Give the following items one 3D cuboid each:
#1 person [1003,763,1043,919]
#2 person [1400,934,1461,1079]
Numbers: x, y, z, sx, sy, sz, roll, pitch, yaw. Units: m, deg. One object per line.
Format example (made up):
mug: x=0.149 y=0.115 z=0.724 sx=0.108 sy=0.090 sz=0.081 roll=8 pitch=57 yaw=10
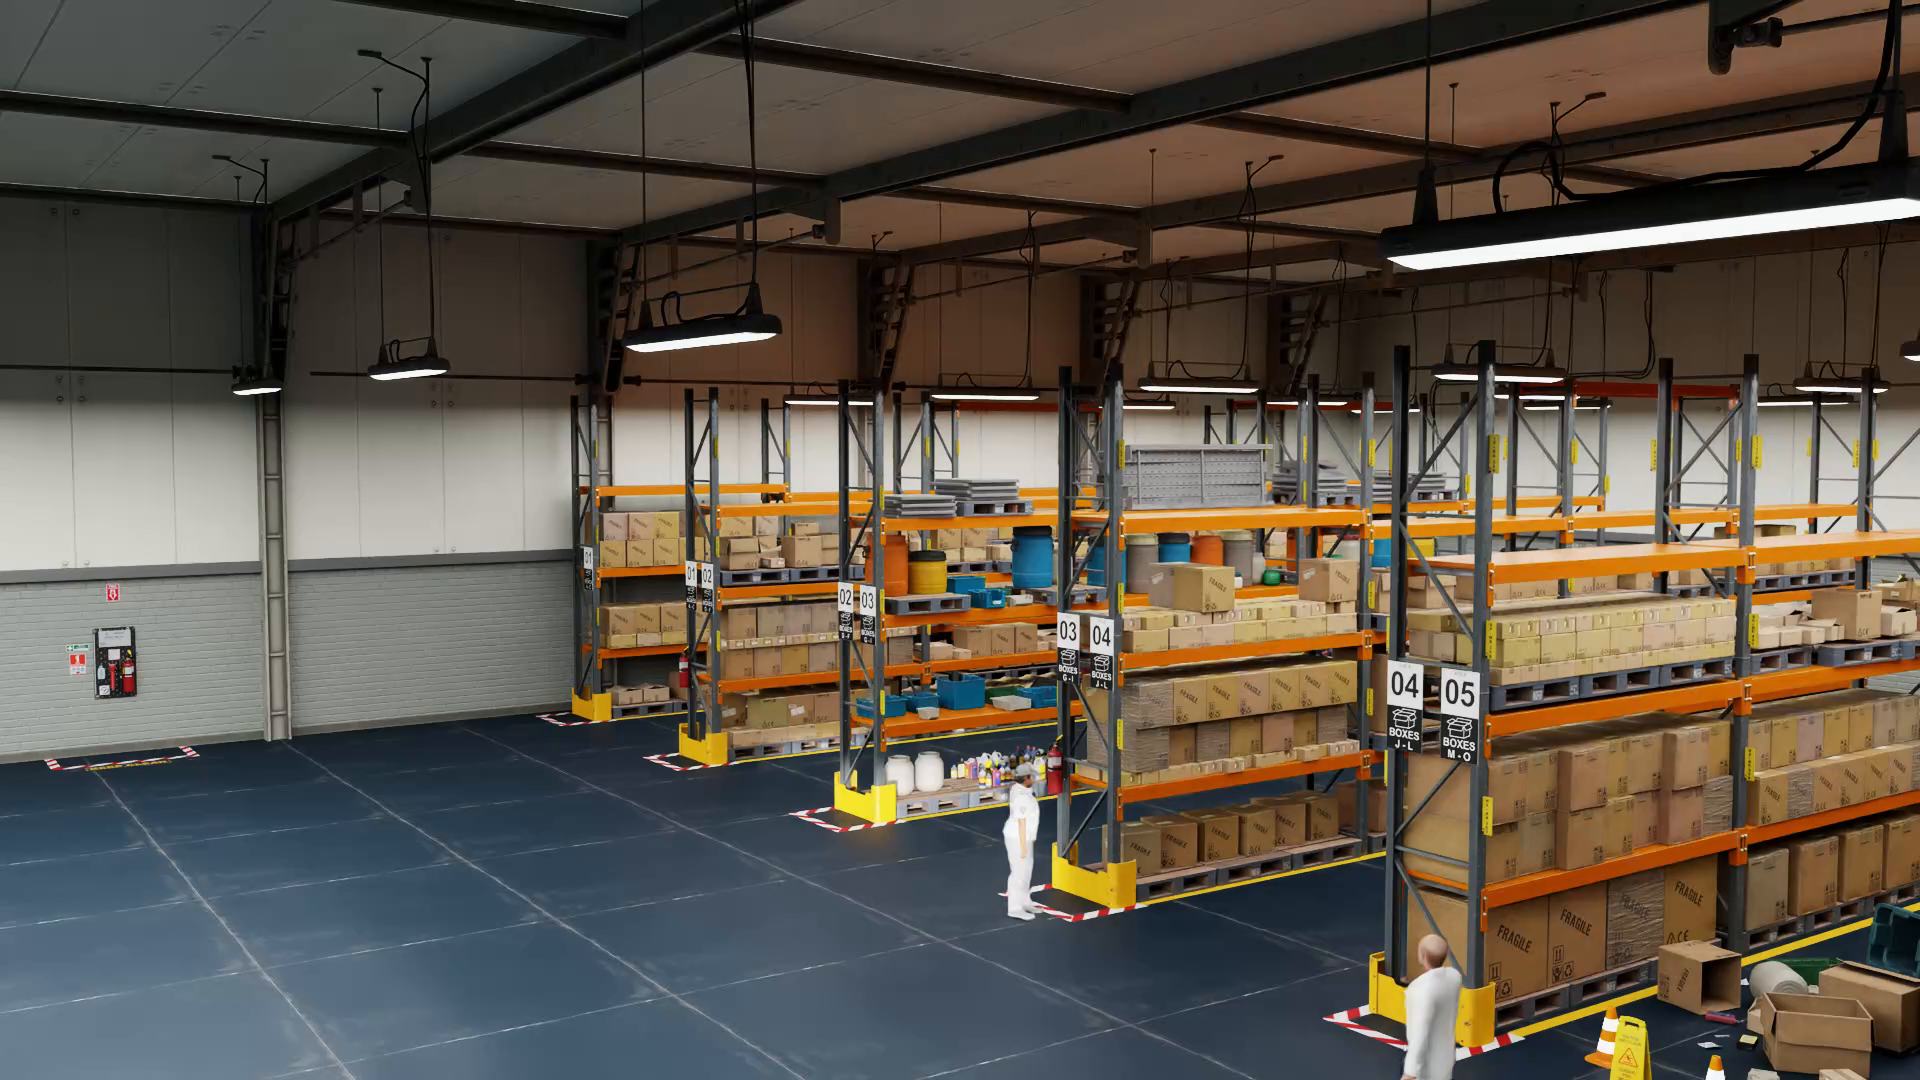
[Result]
person: x=0.684 y=3.251 z=17.994 sx=0.434 sy=1.684 sz=0.497 roll=0 pitch=3 yaw=3
person: x=3.223 y=3.572 z=11.388 sx=0.485 sy=1.779 sz=0.686 roll=2 pitch=4 yaw=26
